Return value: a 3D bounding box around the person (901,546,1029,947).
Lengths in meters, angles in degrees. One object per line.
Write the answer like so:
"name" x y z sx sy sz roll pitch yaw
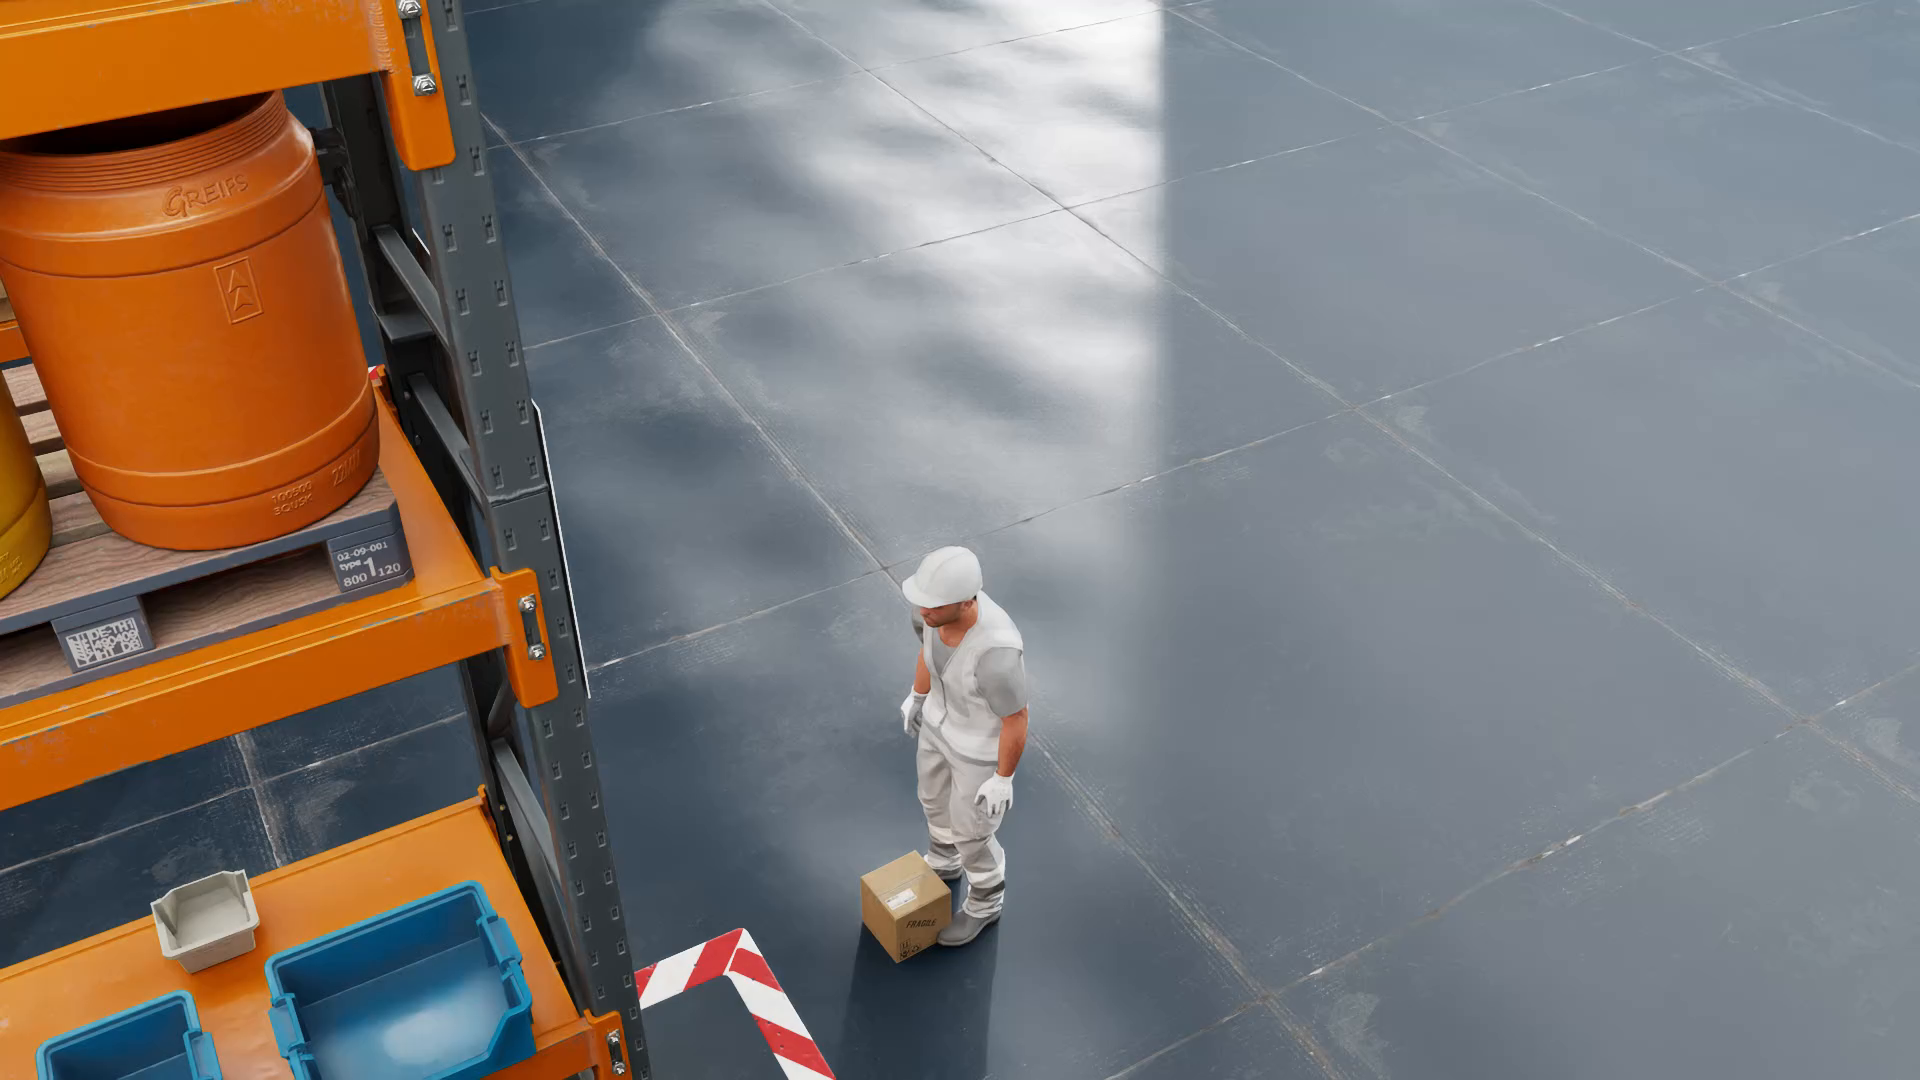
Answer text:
"person" -0.002 0.719 5.945 0.453 1.778 0.616 -22 42 -27
